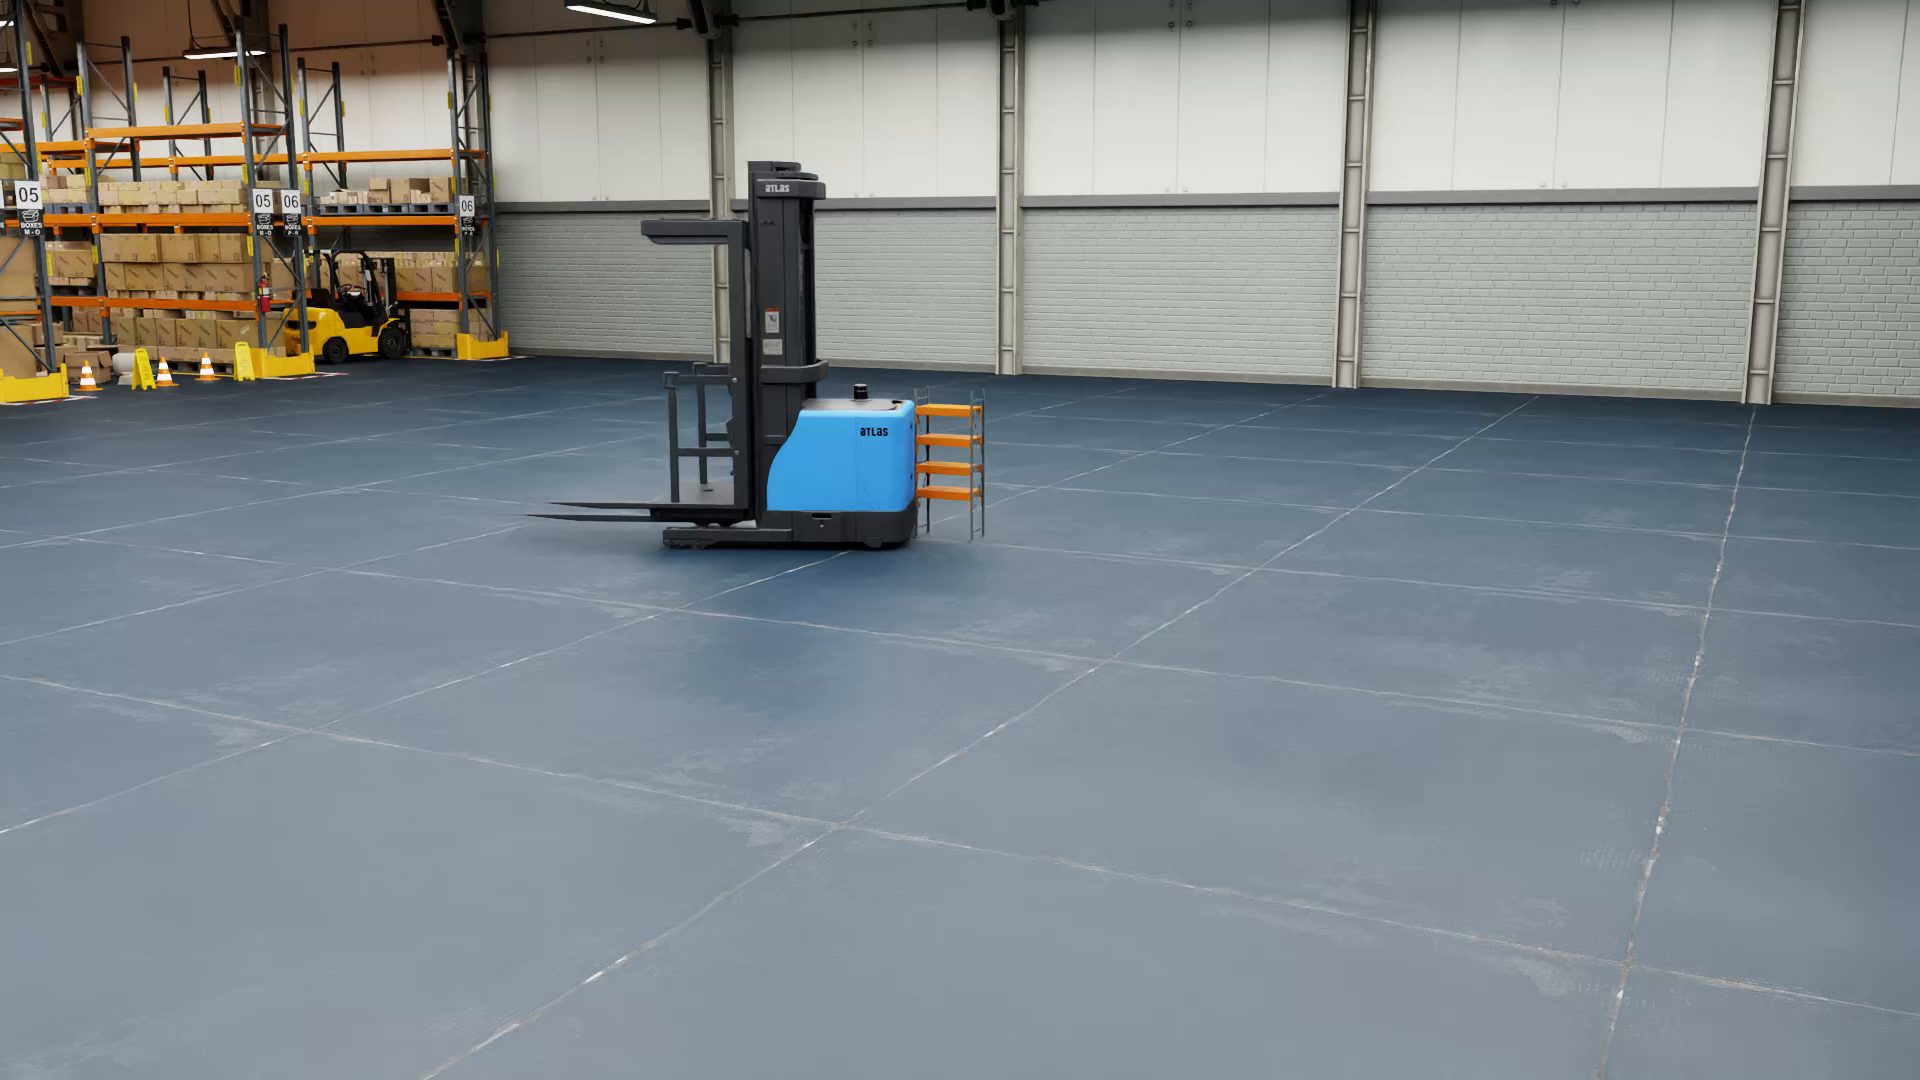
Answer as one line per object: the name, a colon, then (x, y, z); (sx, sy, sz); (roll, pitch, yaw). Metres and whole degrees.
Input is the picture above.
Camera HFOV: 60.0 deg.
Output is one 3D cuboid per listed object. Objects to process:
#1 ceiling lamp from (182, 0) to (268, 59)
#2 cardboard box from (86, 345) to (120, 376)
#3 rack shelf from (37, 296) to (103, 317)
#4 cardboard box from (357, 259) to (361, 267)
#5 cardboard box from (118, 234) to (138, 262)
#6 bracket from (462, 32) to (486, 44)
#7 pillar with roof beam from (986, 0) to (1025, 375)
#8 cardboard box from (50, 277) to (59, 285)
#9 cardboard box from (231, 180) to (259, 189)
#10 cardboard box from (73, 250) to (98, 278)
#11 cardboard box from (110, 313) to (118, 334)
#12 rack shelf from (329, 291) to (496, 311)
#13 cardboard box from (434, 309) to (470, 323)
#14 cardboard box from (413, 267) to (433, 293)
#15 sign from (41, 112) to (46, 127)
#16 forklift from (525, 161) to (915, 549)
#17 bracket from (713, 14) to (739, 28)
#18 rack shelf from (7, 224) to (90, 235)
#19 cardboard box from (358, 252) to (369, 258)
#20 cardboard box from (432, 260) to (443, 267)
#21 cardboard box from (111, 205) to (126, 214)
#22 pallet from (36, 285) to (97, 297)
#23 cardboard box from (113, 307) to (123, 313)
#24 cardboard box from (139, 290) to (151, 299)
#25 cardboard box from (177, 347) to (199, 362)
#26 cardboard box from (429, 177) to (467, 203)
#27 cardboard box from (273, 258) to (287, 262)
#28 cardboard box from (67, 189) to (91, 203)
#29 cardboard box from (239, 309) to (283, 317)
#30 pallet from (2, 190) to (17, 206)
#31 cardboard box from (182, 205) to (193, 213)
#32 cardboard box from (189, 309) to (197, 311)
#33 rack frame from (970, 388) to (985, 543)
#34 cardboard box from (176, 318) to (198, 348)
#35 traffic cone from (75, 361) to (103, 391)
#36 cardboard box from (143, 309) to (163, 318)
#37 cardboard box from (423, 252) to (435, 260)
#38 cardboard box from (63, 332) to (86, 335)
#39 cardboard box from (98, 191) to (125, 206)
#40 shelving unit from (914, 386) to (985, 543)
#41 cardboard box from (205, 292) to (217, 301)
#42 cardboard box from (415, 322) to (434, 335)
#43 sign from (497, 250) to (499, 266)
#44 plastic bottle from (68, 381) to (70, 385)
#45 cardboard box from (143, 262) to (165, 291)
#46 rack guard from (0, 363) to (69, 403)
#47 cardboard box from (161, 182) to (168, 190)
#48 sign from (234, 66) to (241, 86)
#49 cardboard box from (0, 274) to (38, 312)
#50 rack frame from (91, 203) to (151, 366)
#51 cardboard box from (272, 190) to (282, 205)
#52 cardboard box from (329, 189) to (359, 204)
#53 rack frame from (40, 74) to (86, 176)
ceiling lamp: (-14.097, -10.950, 32.075); (2.000, 3.185, 0.800); (5, 11, 26)
cardboard box: (-15.083, -3.164, 29.302); (0.500, 0.500, 0.500); (-4, 11, -23)
rack shelf: (-17.235, -4.498, 31.682); (4.000, 0.370, 1.077); (5, 11, 26)
cardboard box: (-12.177, -5.700, 34.202); (0.250, 0.149, 0.380); (5, 11, 25)
cardboard box: (-14.695, -5.269, 29.998); (0.500, 0.500, 0.700); (5, 11, 26)
bracket: (-9.672, -10.005, 33.137); (0.430, 0.232, 0.235); (5, 11, 26)
pillar with roof beam: (-1.031, -6.690, 24.928); (0.548, 9.000, 9.100); (5, 11, 26)
cardboard box: (-16.731, -4.832, 31.031); (0.250, 0.149, 0.380); (5, 11, 26)
cardboard box: (-12.289, -6.104, 28.576); (0.250, 0.149, 0.380); (5, 11, 26)
cardboard box: (-15.958, -5.097, 30.673); (0.500, 0.500, 0.500); (5, 11, 25)
cardboard box: (-19.161, -4.940, 37.943); (0.500, 0.500, 0.500); (5, 11, 24)
rack shelf: (-11.455, -4.976, 34.322); (4.000, 0.370, 1.077); (5, 11, 26)
cardboard box: (-10.213, -4.505, 33.431); (0.500, 0.250, 0.500); (5, 12, 28)
cardboard box: (-10.680, -5.261, 33.595); (0.500, 0.500, 0.500); (5, 12, 28)
sign: (-20.680, -9.483, 37.516); (0.005, 0.325, 0.100); (5, 11, 26)
forklift: (-1.894, -1.463, 13.083); (3.031, 2.935, 1.130); (1, 10, 4)
bracket: (-4.292, -9.532, 30.524); (0.430, 0.232, 0.235); (5, 11, 26)
rack shelf: (-22.217, -7.398, 39.279); (4.000, 0.370, 1.077); (5, 11, 26)
cardboard box: (-12.157, -5.852, 34.206); (0.250, 0.149, 0.380); (5, 11, 25)
cardboard box: (-10.339, -5.539, 33.309); (0.250, 0.149, 0.380); (5, 12, 27)
cardboard box: (-15.062, -5.953, 29.984); (0.250, 0.149, 0.380); (5, 11, 26)
pallet: (-17.236, -4.766, 31.680); (1.213, 0.211, 1.003); (5, 11, 26)
cardboard box: (-19.020, -5.250, 37.835); (0.250, 0.149, 0.380); (5, 12, 28)
cardboard box: (-14.594, -4.442, 30.058); (0.250, 0.149, 0.380); (5, 12, 28)
cardboard box: (-13.631, -3.336, 29.783); (0.500, 0.250, 0.500); (5, 11, 24)
cardboard box: (-10.167, -6.949, 33.042); (0.500, 0.500, 0.500); (5, 12, 28)
cardboard box: (-14.384, -5.892, 35.262); (0.250, 0.149, 0.380); (5, 11, 24)
cardboard box: (-16.030, -6.326, 30.582); (0.500, 0.250, 0.500); (5, 11, 25)
cardboard box: (-15.089, -4.686, 36.190); (0.625, 0.625, 0.875); (5, 11, 23)
pallet: (-14.624, -5.070, 24.648); (1.213, 0.211, 1.003); (5, 11, 26)
cardboard box: (-13.434, -5.821, 29.251); (0.250, 0.149, 0.380); (5, 11, 24)
cardboard box: (-17.166, -5.190, 37.500); (0.250, 0.149, 0.380); (6, 12, 29)
rack frame: (0.139, -0.585, 13.095); (0.015, 1.200, 0.240); (5, 11, 25)
cardboard box: (-13.608, -3.705, 29.715); (0.500, 0.500, 0.500); (5, 11, 24)
traffic cone: (-13.802, -2.601, 26.303); (0.334, 0.463, 0.336); (5, 11, 26)
cardboard box: (-14.485, -4.087, 30.005); (0.250, 0.149, 0.380); (6, 12, 28)
cardboard box: (-10.558, -5.713, 33.434); (0.250, 0.149, 0.380); (5, 12, 27)
cardboard box: (-17.184, -3.760, 31.781); (0.625, 0.372, 0.950); (5, 12, 28)
cardboard box: (-15.168, -6.165, 30.033); (0.500, 0.250, 0.500); (5, 11, 25)
shelving unit: (-0.082, -0.604, 13.197); (0.503, 1.200, 0.258); (5, 11, 25)
cardboard box: (-13.026, -4.292, 29.230); (0.250, 0.149, 0.380); (5, 12, 27)
cardboard box: (-10.682, -4.302, 33.714); (0.500, 0.250, 0.500); (5, 11, 25)
sign: (-9.411, -5.726, 33.790); (0.005, 0.325, 0.100); (5, 11, 26)
plastic bottle: (-14.775, -2.577, 27.296); (0.283, 0.061, 0.133); (1, 10, 6)
cardboard box: (-14.266, -4.733, 29.846); (0.500, 0.500, 0.500); (5, 11, 25)
rack guard: (-13.933, -2.349, 24.805); (0.348, 0.500, 1.175); (5, 11, 26)
cardboard box: (-13.873, -6.253, 29.402); (0.250, 0.149, 0.380); (5, 12, 27)
sign: (-12.119, -7.782, 27.893); (0.005, 0.325, 0.100); (5, 11, 26)
cardboard box: (-14.307, -3.677, 24.701); (0.550, 0.550, 0.875); (5, 11, 26)
rack frame: (-15.442, -4.695, 30.747); (0.127, 3.000, 1.000); (5, 11, 26)
cardboard box: (-12.188, -6.010, 29.179); (0.500, 0.250, 0.500); (5, 11, 25)
cardboard box: (-12.611, -7.071, 34.246); (0.500, 0.311, 0.500); (5, 12, 27)
rack frame: (-20.423, -9.070, 38.077); (0.127, 3.000, 1.000); (5, 11, 26)
